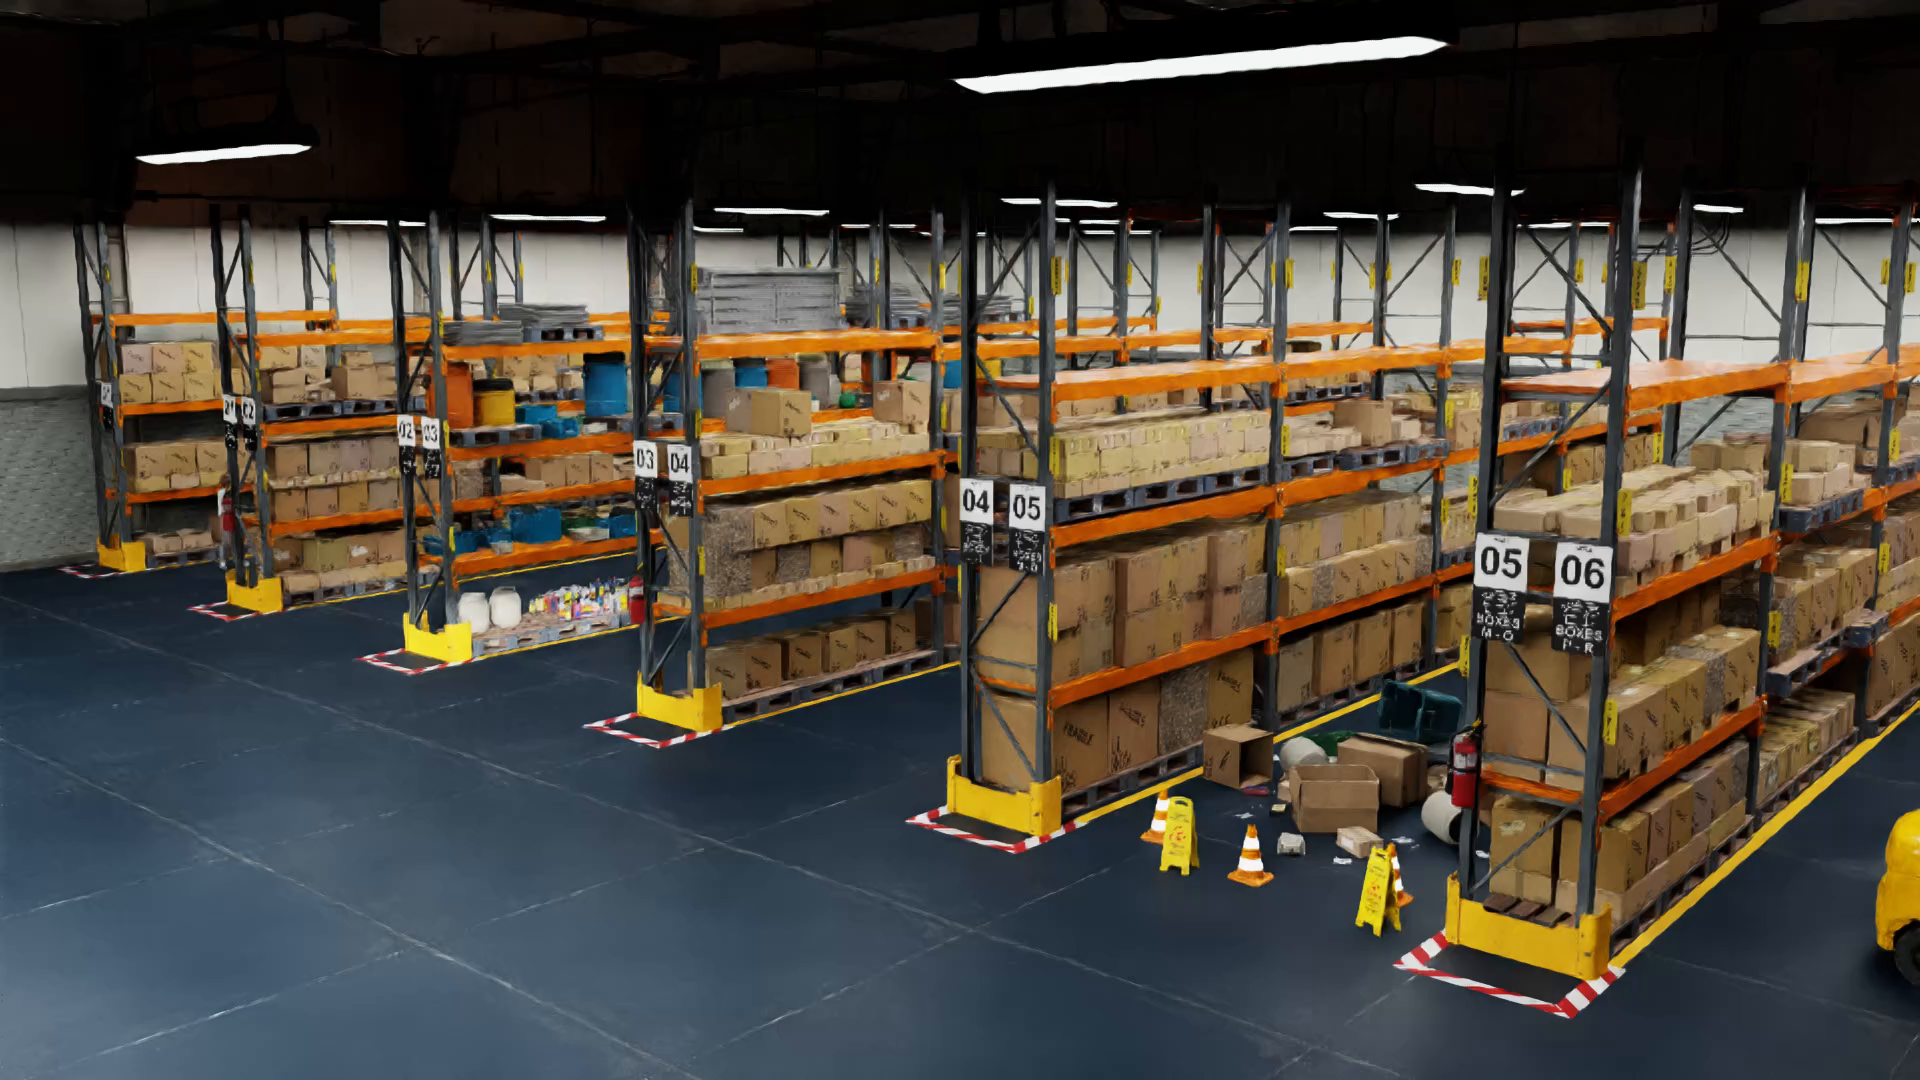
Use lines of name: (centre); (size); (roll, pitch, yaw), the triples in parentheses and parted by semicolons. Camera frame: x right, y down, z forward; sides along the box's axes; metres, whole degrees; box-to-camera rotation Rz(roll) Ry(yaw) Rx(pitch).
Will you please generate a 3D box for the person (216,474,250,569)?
person: (-12.414, -0.306, 28.294); (0.419, 1.568, 0.504); (2, 10, 13)
